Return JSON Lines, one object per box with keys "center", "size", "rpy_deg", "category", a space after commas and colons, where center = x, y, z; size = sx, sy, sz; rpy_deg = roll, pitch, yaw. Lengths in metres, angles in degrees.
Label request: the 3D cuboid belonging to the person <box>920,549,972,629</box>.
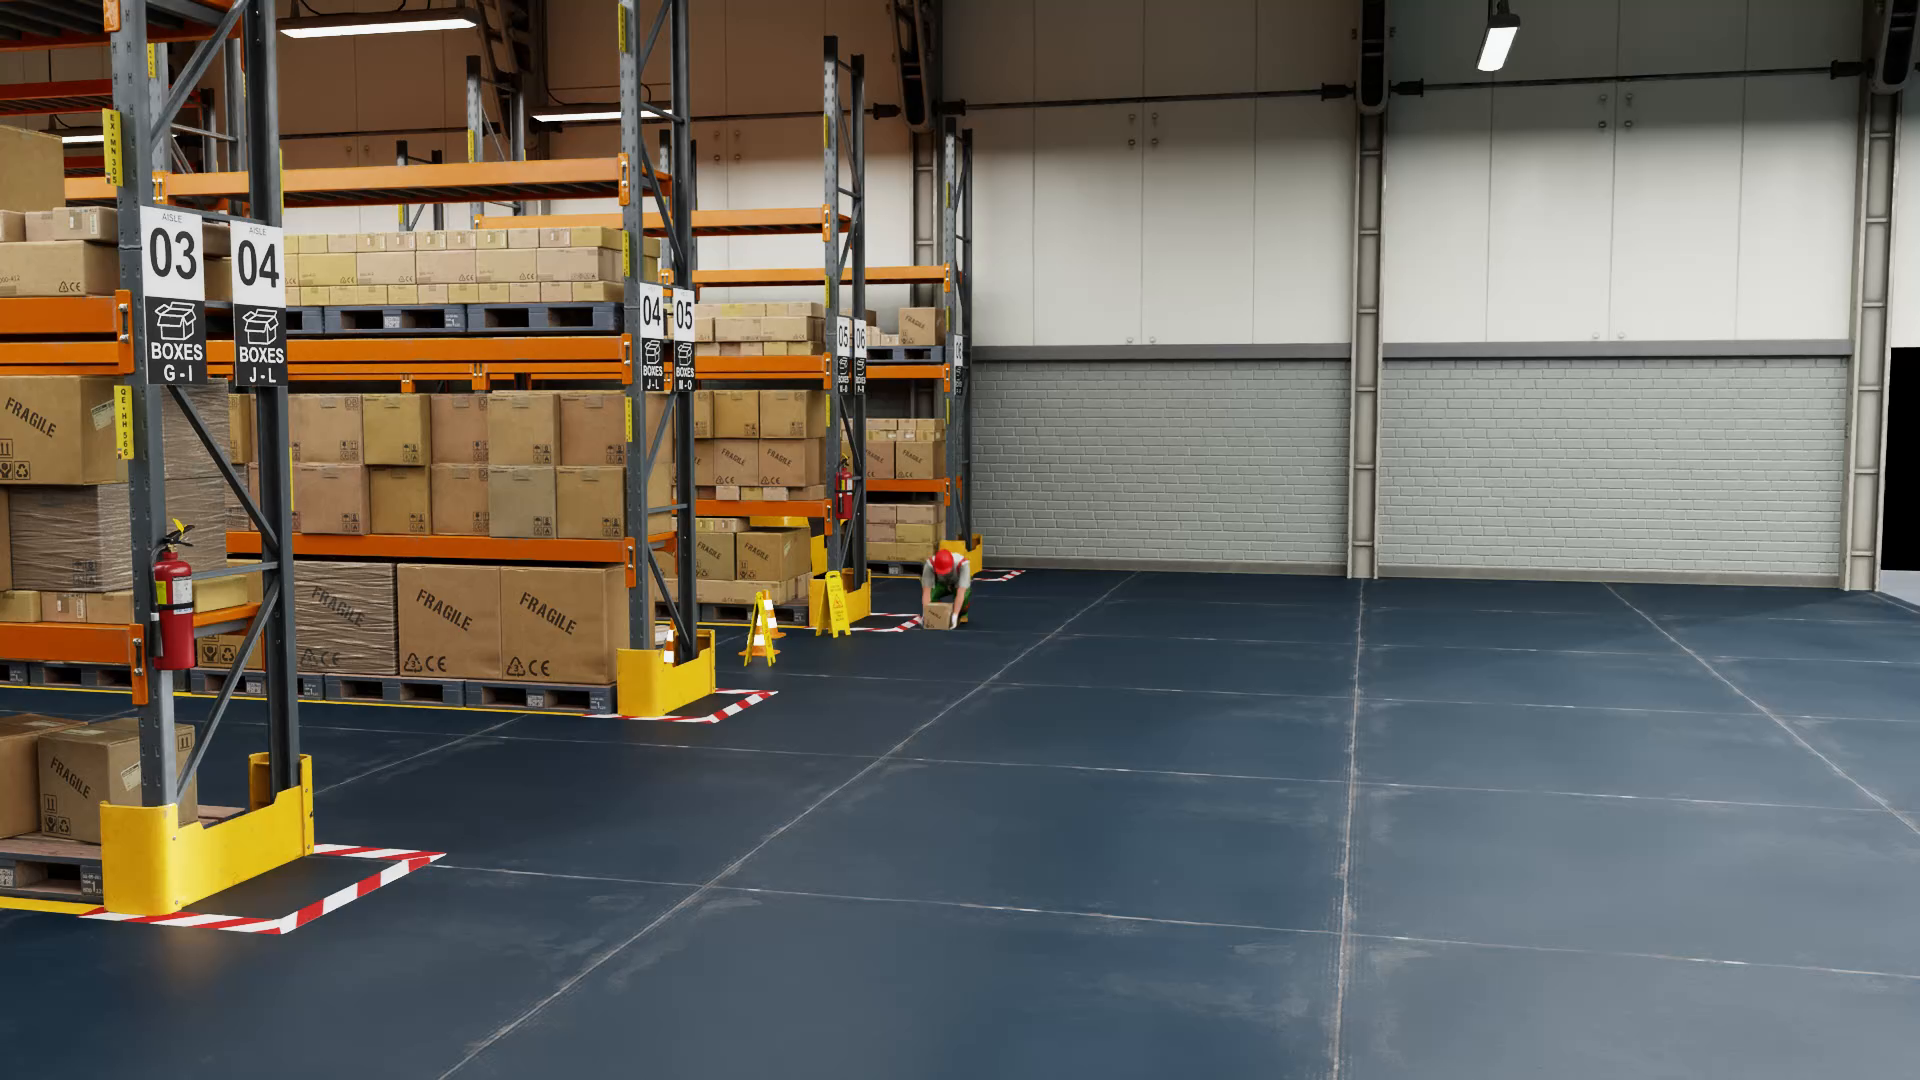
{"center": [-0.132, 0.500, 17.442], "size": [0.553, 0.877, 0.901], "rpy_deg": [1, 5, 14], "category": "person"}
